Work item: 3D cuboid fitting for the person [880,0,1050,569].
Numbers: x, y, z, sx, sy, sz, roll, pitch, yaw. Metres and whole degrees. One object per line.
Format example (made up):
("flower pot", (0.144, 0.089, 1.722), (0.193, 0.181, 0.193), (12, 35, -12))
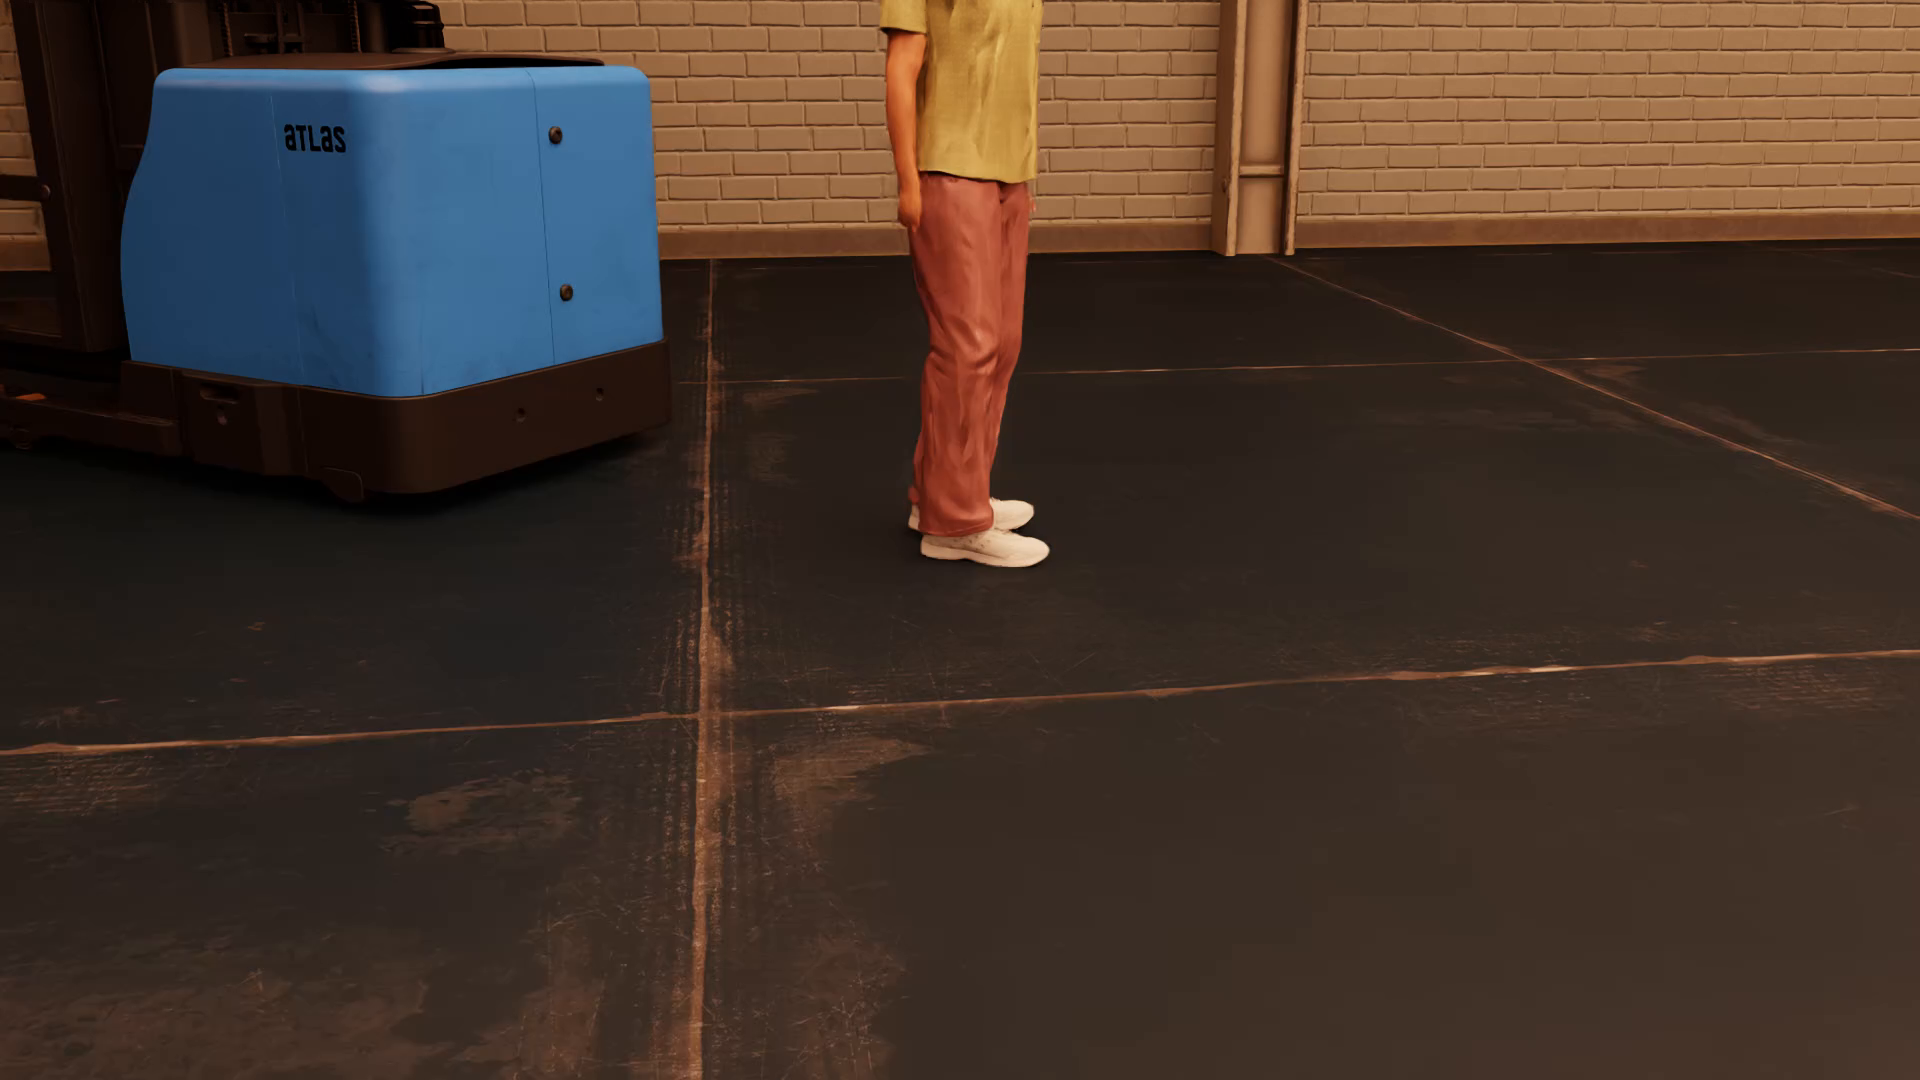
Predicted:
("person", (0.060, -0.792, 3.725), (0.451, 1.665, 0.466), (10, 19, 30))

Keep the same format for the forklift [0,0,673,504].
("forklift", (-2.379, -1.784, 4.806), (3.031, 2.935, 1.130), (9, 19, 29))
